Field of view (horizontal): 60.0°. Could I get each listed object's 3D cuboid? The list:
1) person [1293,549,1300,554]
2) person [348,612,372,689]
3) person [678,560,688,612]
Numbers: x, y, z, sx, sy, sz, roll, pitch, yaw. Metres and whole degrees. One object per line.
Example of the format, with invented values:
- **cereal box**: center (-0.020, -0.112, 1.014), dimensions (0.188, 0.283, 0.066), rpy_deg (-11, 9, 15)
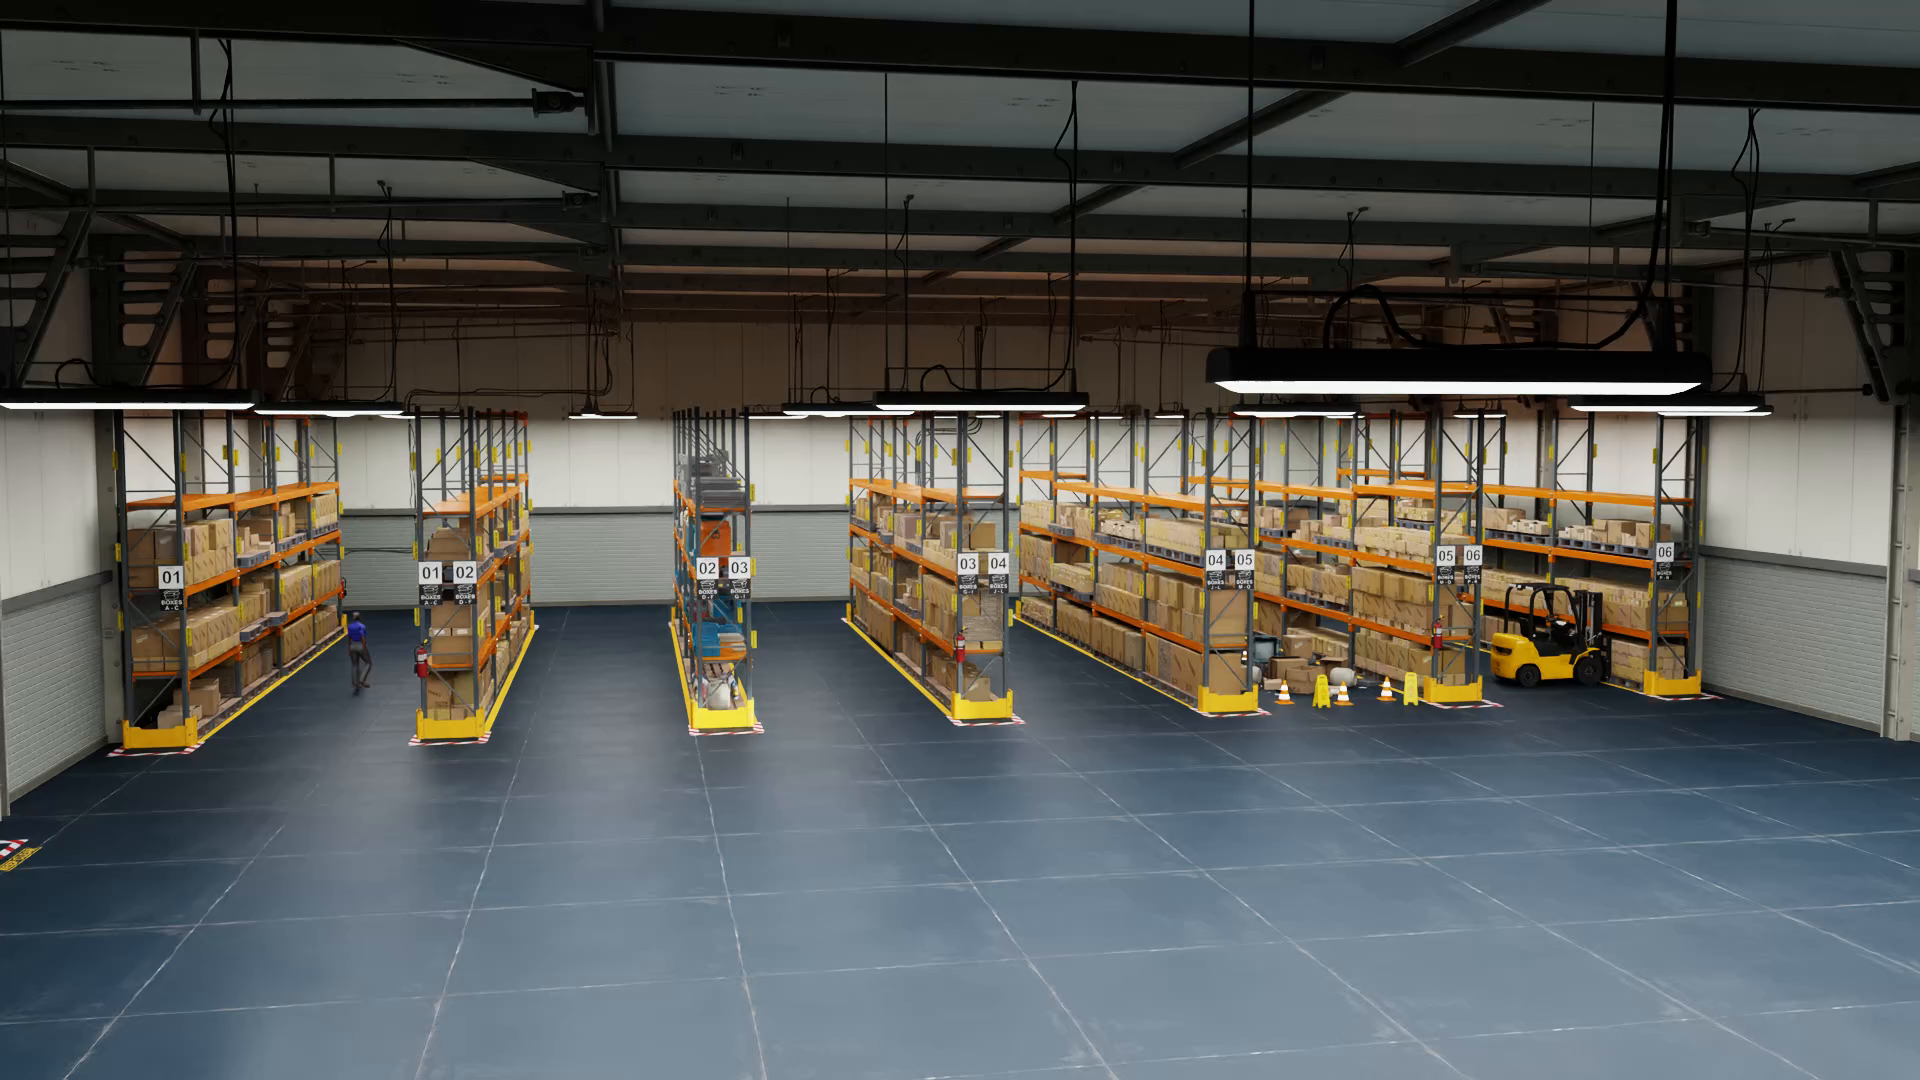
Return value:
- **person**: center (10.573, 1.144, 52.218), dimensions (0.971, 1.734, 0.553), rpy_deg (-1, 4, -18)
- **person**: center (-12.887, 2.356, 35.605), dimensions (0.477, 1.647, 0.443), rpy_deg (0, 4, 7)
- **person**: center (-8.072, 1.345, 49.014), dimensions (1.106, 1.715, 0.552), rpy_deg (3, 5, 38)
